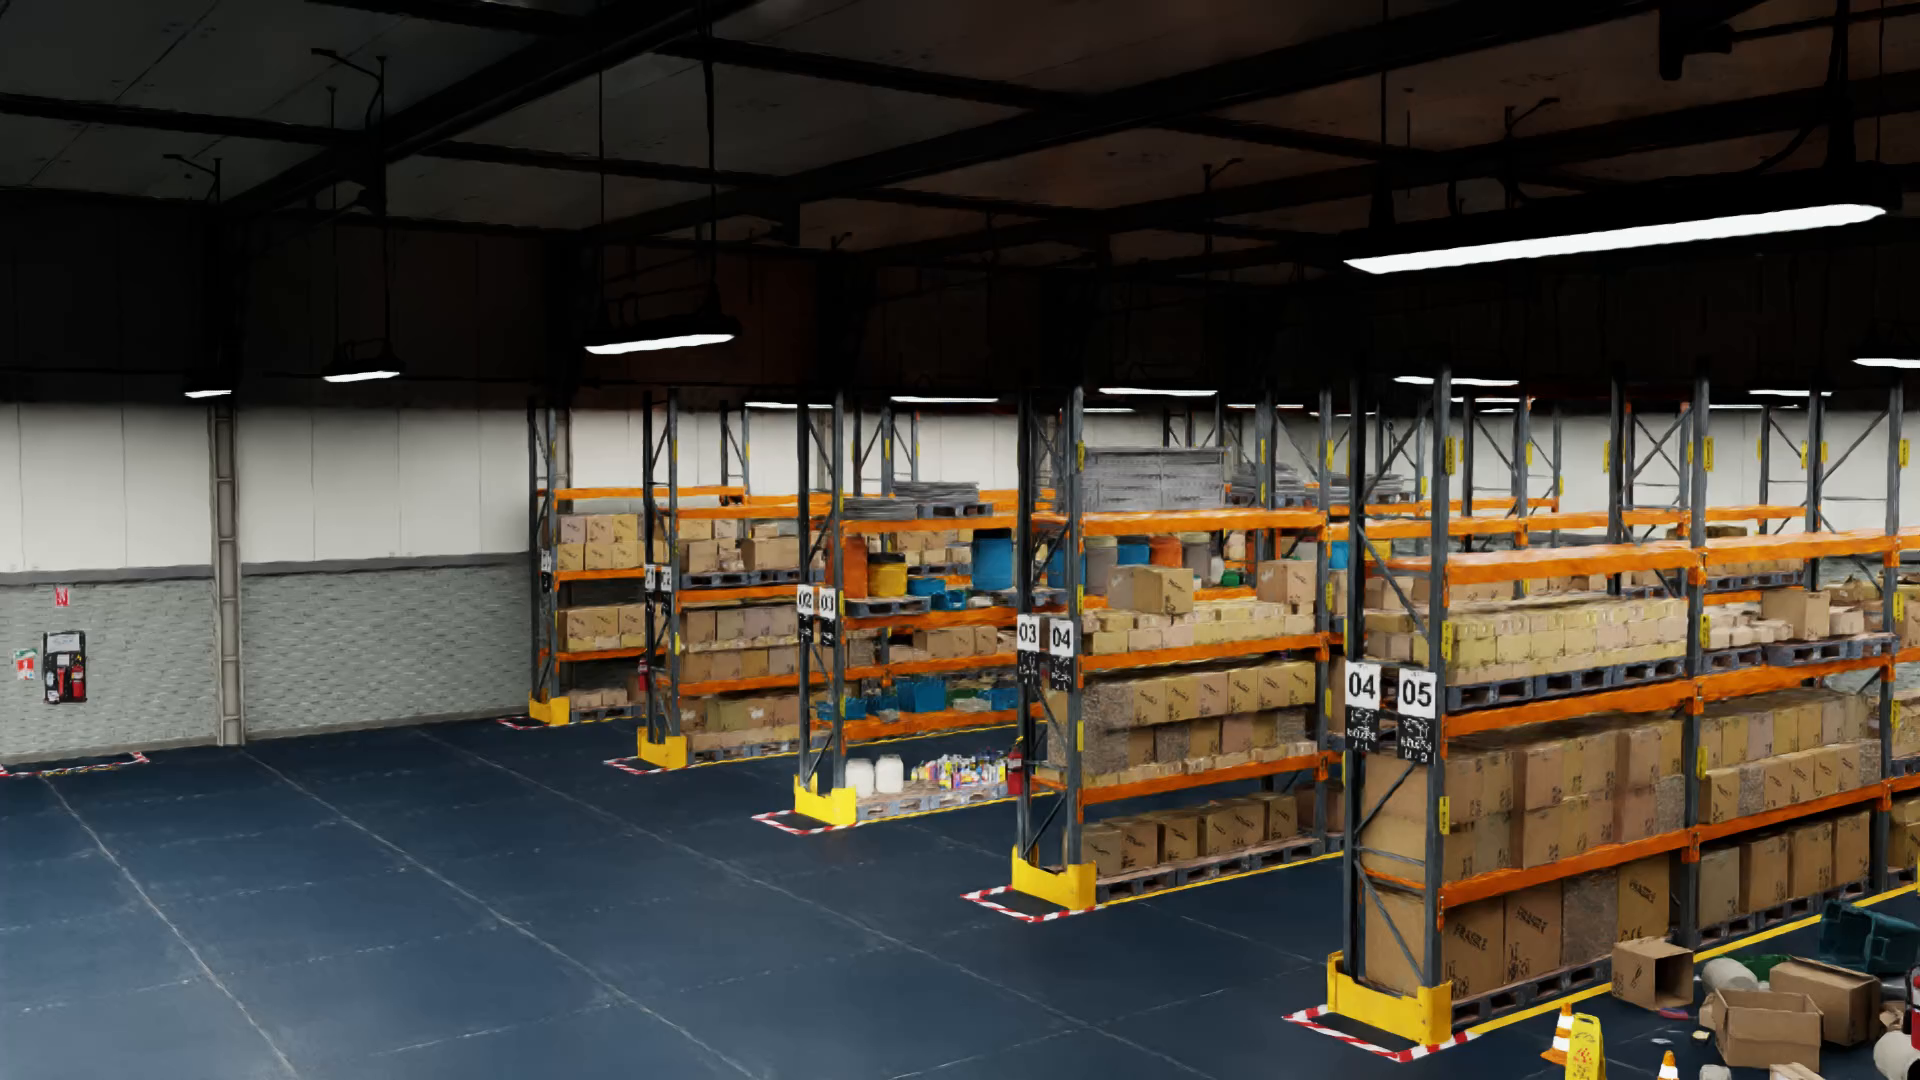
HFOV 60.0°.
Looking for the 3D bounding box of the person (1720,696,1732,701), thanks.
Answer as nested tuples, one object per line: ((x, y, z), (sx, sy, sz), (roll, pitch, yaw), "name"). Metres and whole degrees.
((11.060, 2.989, 23.893), (0.519, 1.541, 0.566), (-3, 4, -38), "person")

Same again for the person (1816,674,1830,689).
((15.166, 2.601, 29.228), (0.456, 1.654, 0.623), (2, 4, 28), "person")

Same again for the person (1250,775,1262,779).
((4.378, 2.794, 25.523), (0.552, 1.742, 0.677), (-3, 4, -37), "person")
